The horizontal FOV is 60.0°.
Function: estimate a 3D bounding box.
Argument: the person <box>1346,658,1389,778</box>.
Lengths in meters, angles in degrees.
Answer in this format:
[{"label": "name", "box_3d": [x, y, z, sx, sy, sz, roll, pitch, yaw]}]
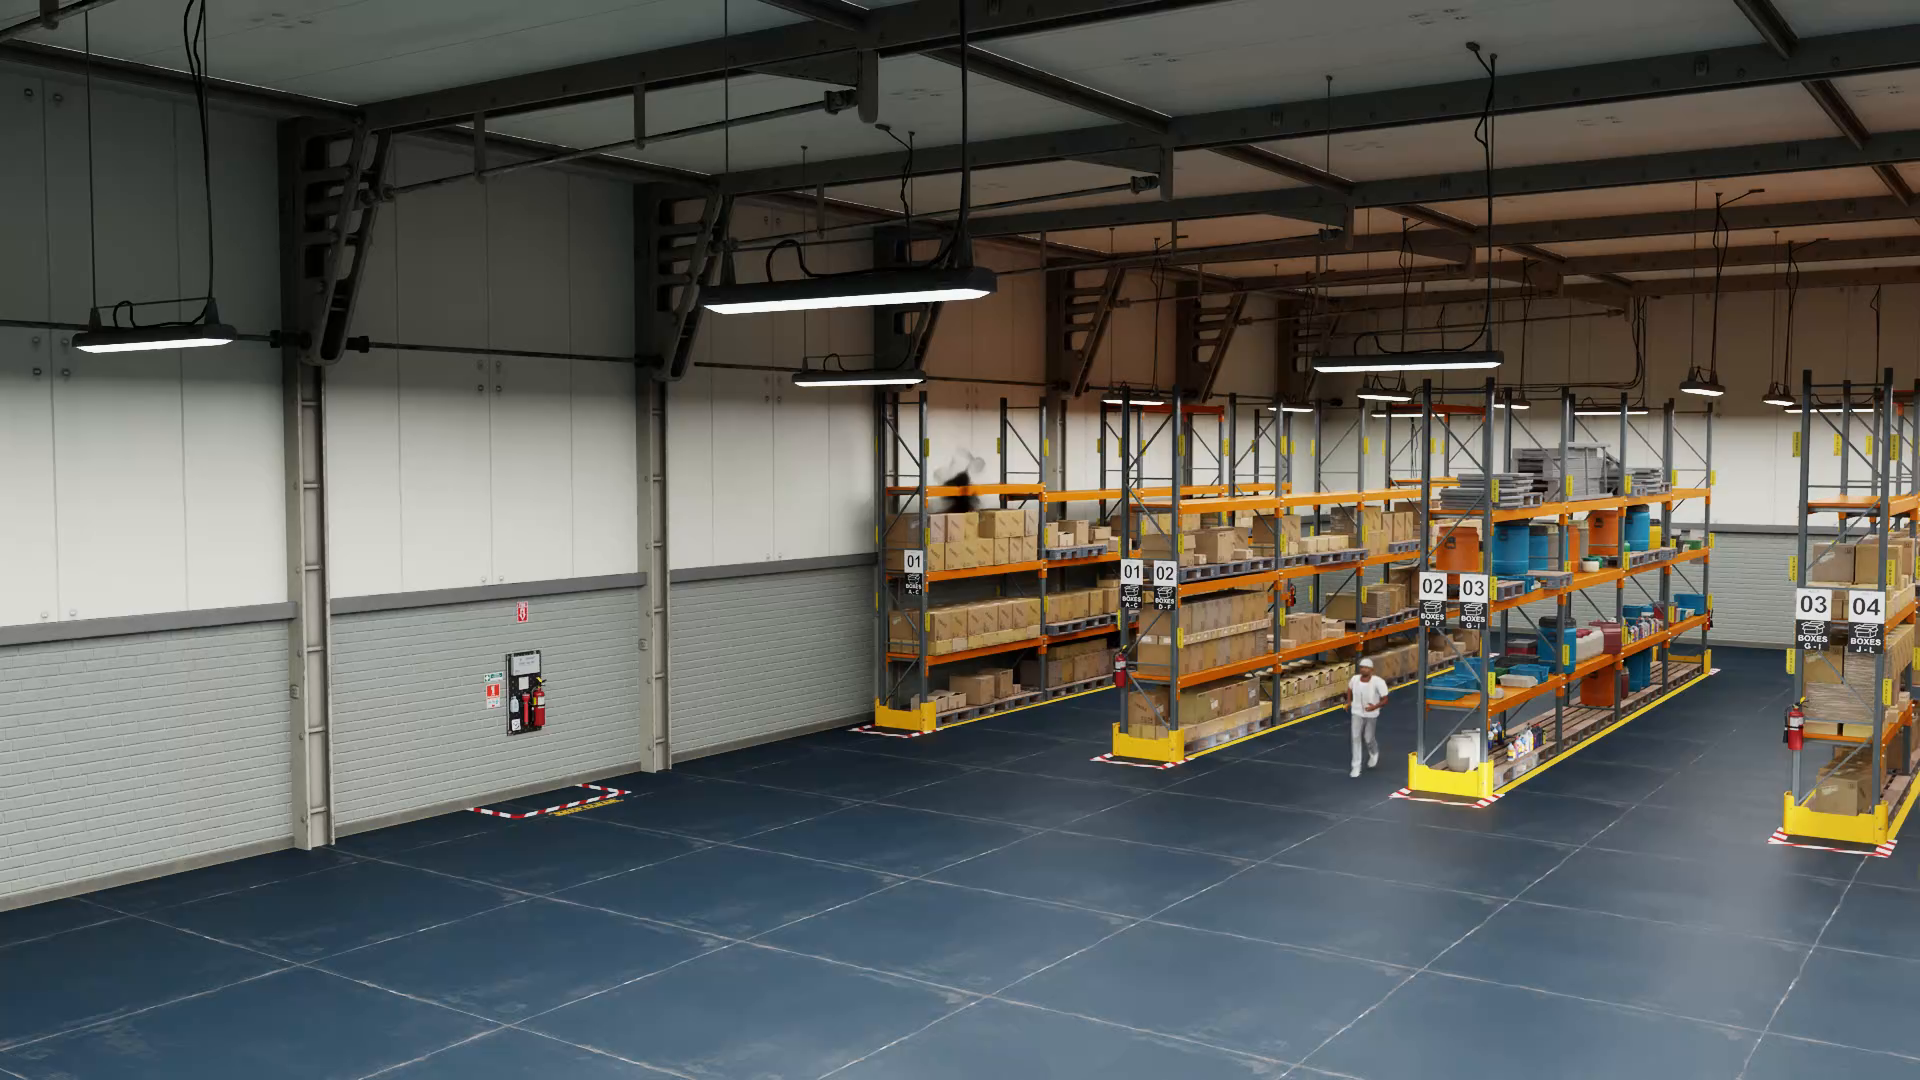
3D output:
[{"label": "person", "box_3d": [6.244, 2.709, 25.558, 0.709, 1.802, 0.921, 2, 4, 31]}]
